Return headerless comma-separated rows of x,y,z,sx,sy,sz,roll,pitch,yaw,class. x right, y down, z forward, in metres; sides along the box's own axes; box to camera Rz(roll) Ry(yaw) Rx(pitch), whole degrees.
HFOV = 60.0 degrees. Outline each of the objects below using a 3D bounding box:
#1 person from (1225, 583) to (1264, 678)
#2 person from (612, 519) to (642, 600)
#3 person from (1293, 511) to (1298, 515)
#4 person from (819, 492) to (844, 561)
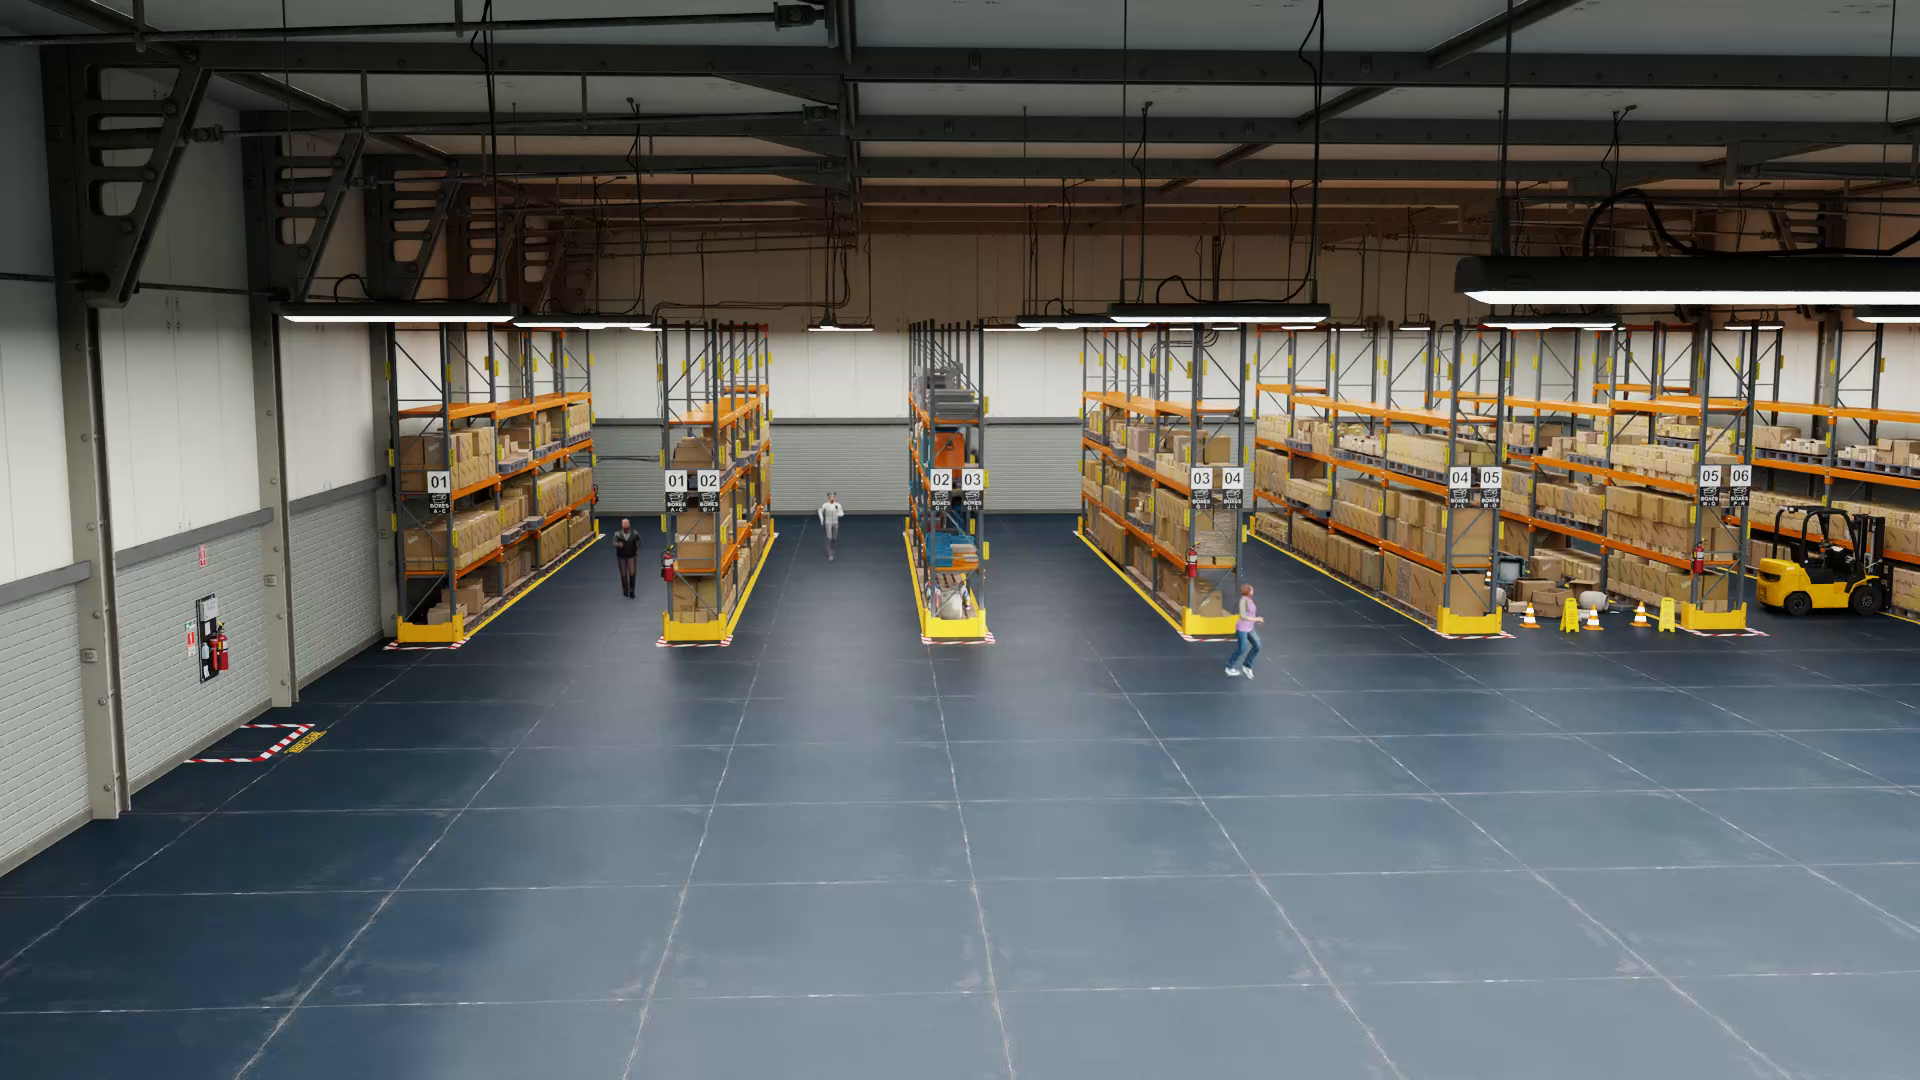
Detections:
4.775,1.524,27.740,0.679,1.633,0.555,4,8,31,person
-7.225,0.423,36.100,0.637,1.760,0.711,-1,7,-10,person
9.839,-1.132,49.089,0.667,1.589,0.552,-5,9,-36,person
-3.274,-0.370,42.491,0.587,1.741,0.791,-2,7,-17,person
